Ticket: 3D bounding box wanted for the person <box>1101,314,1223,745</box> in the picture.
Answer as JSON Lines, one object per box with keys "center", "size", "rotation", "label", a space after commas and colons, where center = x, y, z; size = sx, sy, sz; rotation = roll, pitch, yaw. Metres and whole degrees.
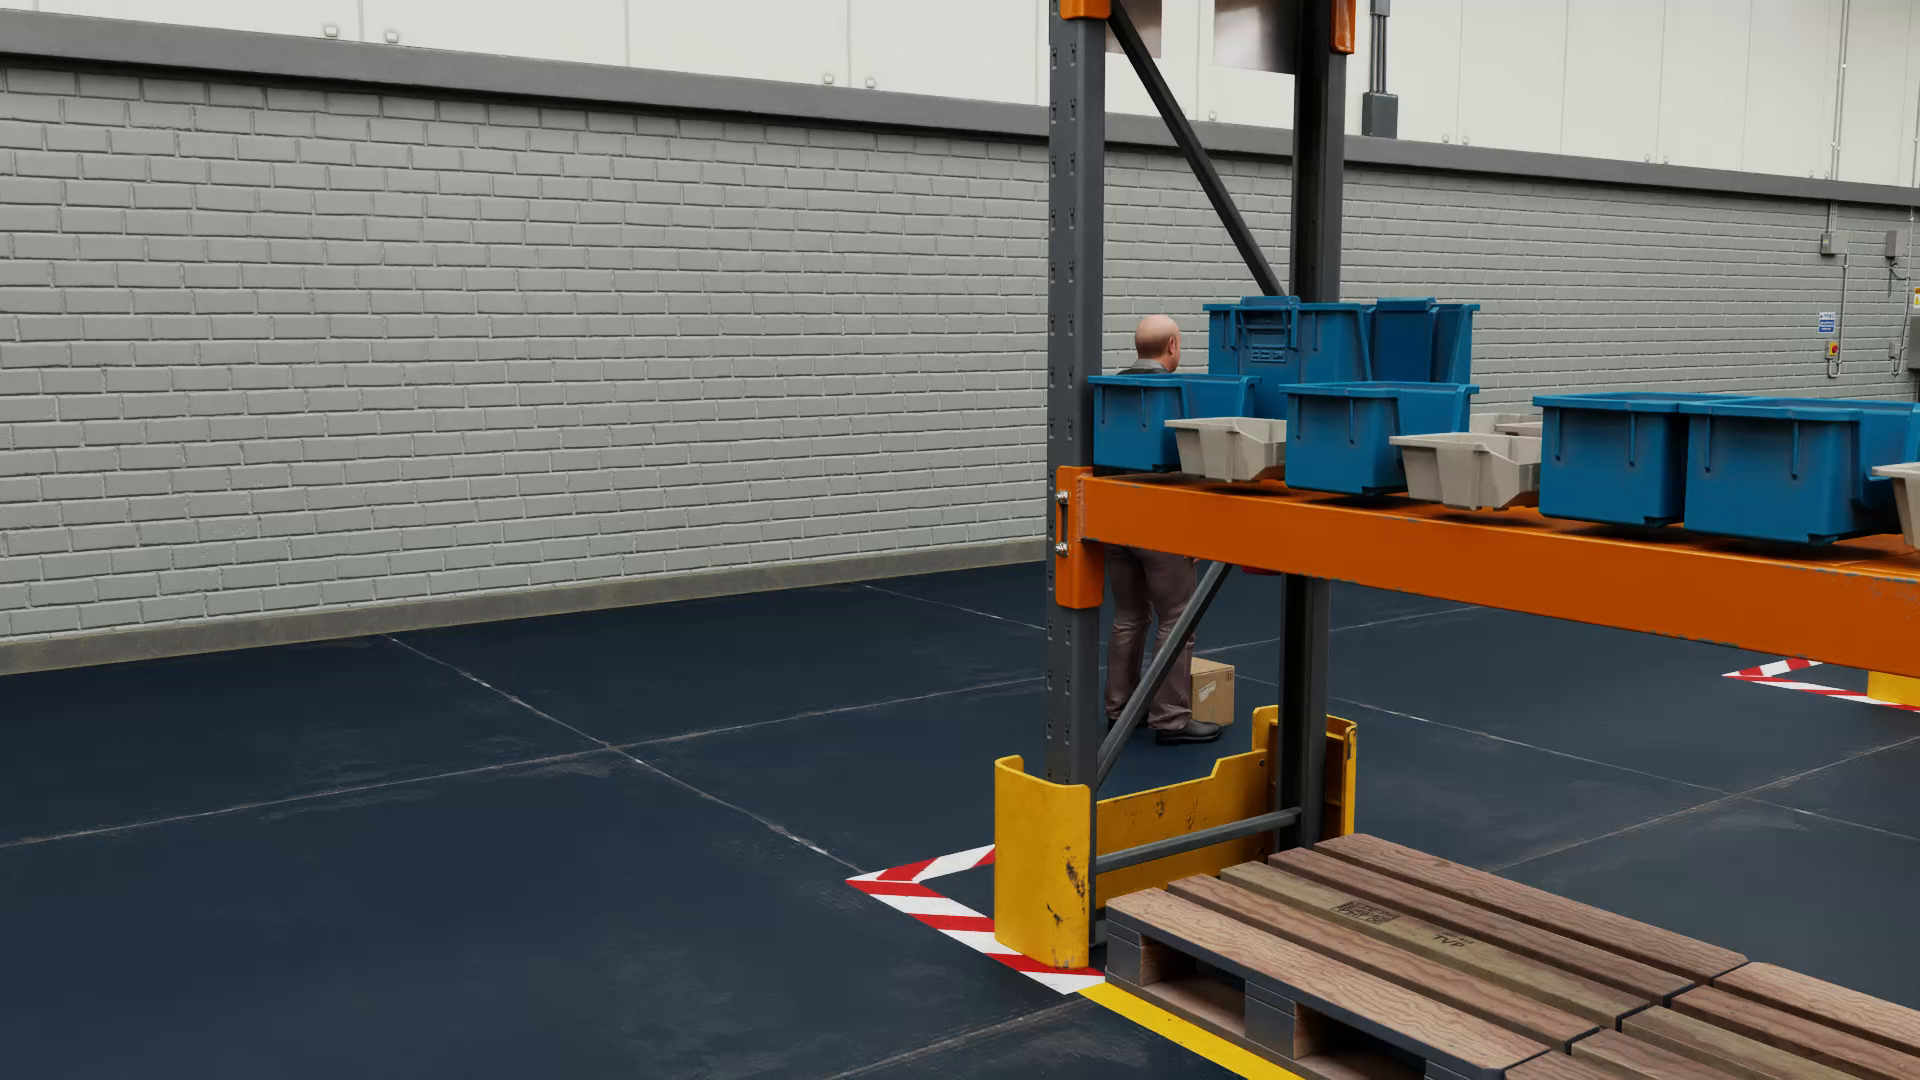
{"center": [0.757, -0.054, 6.786], "size": [0.414, 1.722, 0.594], "rotation": [-6, 10, -39], "label": "person"}
